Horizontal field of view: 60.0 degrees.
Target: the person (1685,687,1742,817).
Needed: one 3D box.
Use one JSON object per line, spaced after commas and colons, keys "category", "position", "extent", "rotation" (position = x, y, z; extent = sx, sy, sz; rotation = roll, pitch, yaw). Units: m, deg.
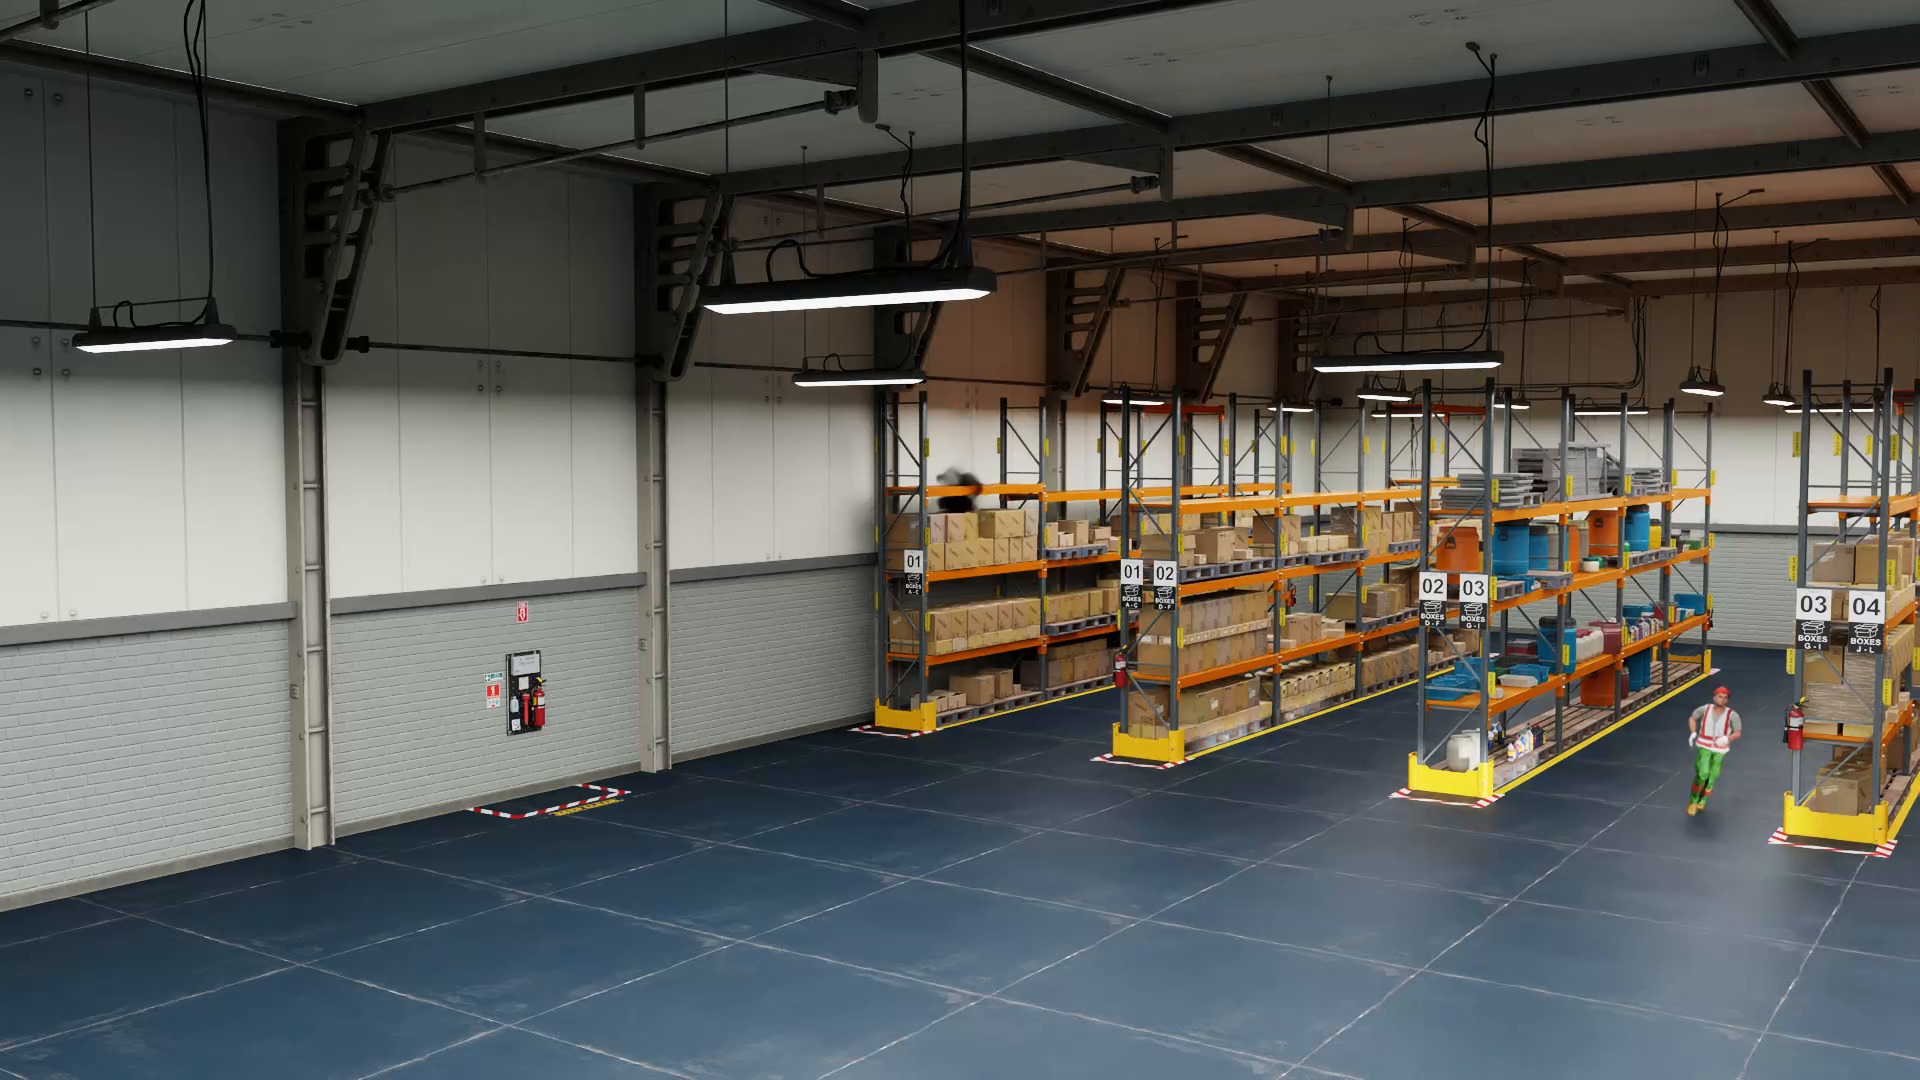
{"category": "person", "position": [10.235, 2.877, 22.581], "extent": [0.675, 1.778, 0.664], "rotation": [1, 3, 20]}
